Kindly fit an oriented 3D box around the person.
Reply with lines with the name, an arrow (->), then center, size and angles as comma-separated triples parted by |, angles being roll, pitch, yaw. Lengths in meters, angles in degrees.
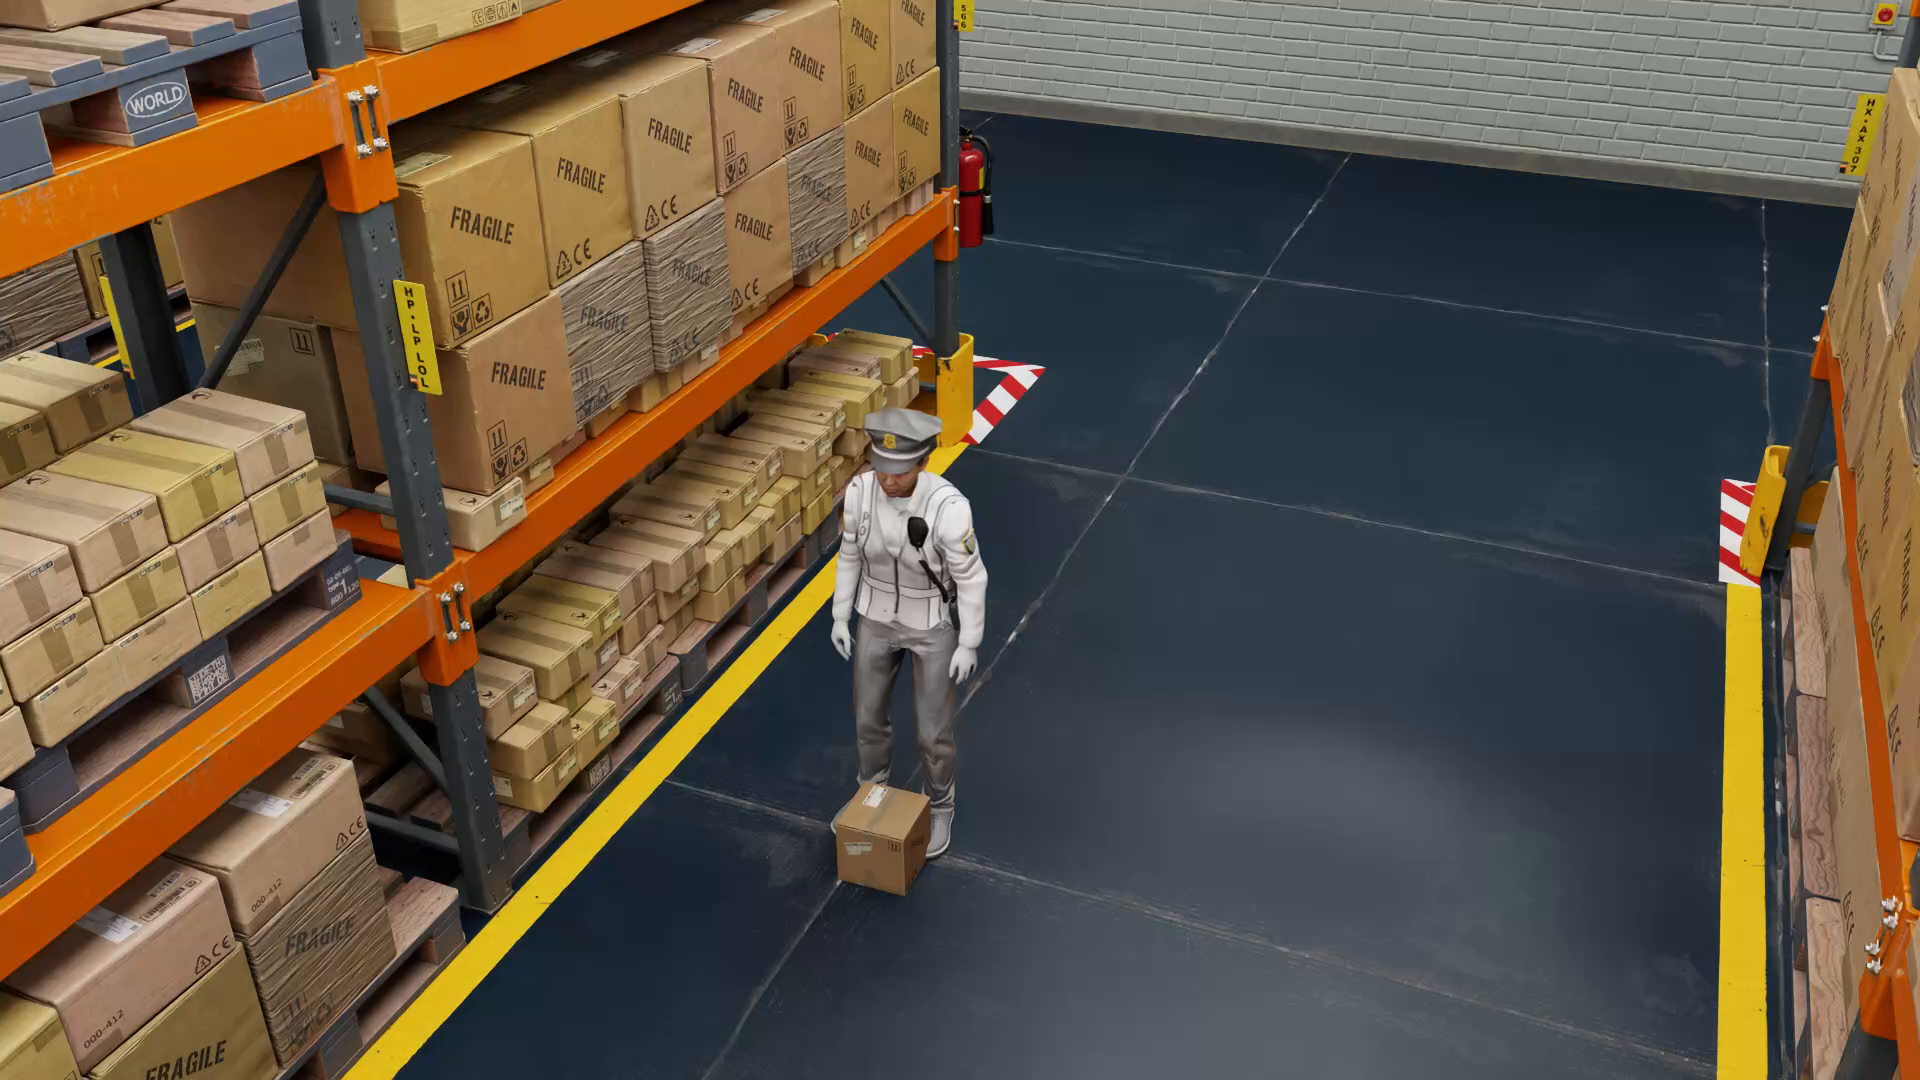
person -> -0.177, 0.308, 5.587 | 0.537, 1.663, 0.378 | 11, 32, 18
